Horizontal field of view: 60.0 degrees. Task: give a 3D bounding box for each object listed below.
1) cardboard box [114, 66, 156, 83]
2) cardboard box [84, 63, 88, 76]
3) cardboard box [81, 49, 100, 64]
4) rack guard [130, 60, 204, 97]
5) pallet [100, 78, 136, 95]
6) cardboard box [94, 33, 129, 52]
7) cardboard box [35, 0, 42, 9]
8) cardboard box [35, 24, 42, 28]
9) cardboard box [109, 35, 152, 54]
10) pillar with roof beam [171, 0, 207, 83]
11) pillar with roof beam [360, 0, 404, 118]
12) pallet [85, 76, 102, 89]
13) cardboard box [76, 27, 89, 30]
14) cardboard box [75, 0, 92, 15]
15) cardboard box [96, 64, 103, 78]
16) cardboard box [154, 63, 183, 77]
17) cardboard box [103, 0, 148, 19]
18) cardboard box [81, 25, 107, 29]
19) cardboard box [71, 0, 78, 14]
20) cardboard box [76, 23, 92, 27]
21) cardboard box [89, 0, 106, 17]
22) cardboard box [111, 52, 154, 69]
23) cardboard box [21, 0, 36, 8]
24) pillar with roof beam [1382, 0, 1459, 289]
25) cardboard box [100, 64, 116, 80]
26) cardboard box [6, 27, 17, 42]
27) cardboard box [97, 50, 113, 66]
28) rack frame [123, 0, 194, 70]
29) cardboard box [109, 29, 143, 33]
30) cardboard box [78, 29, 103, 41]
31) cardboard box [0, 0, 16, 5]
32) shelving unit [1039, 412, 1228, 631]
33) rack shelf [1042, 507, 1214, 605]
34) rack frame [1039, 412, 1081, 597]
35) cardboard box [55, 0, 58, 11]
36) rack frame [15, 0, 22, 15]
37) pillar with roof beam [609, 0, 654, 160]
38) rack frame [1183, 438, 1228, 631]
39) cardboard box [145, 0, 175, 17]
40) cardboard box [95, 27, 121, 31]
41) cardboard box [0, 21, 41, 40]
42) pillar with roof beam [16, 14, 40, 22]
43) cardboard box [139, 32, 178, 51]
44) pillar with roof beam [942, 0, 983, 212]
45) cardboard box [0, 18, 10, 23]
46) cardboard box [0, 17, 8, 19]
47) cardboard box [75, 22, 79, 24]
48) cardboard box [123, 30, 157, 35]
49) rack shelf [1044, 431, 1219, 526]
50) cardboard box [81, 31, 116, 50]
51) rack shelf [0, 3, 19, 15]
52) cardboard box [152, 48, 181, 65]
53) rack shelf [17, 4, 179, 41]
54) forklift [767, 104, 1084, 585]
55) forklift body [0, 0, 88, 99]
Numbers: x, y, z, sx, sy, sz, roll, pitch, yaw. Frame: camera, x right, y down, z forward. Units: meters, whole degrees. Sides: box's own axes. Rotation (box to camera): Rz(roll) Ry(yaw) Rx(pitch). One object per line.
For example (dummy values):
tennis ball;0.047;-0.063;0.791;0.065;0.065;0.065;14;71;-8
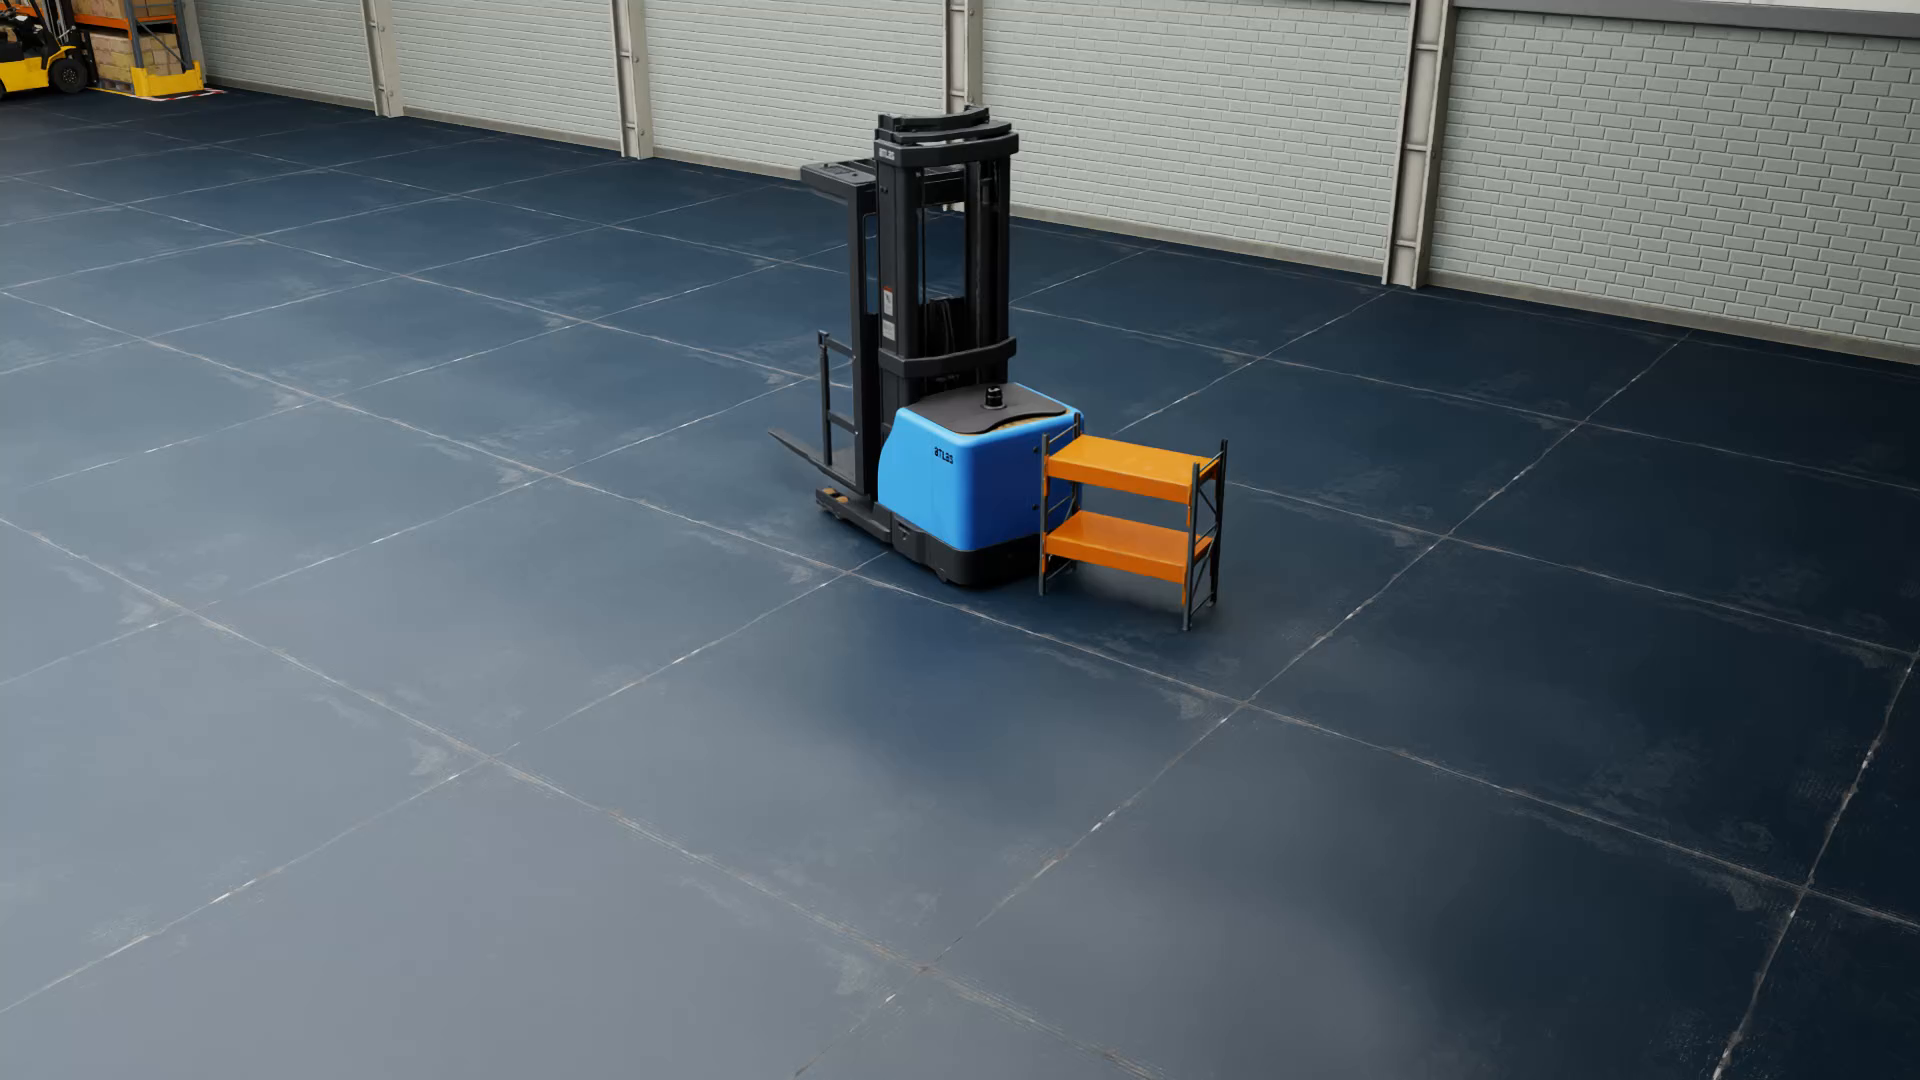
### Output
cardboard box;-14.923;-8.451;30.099;0.500;0.250;0.500;17;29;34
cardboard box;-16.139;-8.816;30.929;0.500;0.250;0.500;18;29;35
cardboard box;-15.755;-8.928;30.561;0.500;0.250;0.500;16;28;32
rack guard;-14.339;-8.356;30.094;0.348;0.500;1.175;17;29;33
pallet;-14.995;-8.401;30.554;1.213;0.211;1.003;17;29;33
cardboard box;-15.325;-9.029;30.172;0.500;0.250;0.500;17;29;34
cardboard box;-16.933;-10.206;31.070;0.500;0.500;0.500;17;29;34
cardboard box;-17.360;-9.646;31.571;0.500;0.250;0.500;16;29;33
cardboard box;-14.913;-8.908;29.896;0.500;0.250;0.500;18;29;35
pillar with roof beam;-16.956;-11.321;26.283;0.400;9.000;9.100;17;29;33
pillar with roof beam;-12.155;-9.870;22.990;0.400;9.000;9.100;17;29;33
pallet;-15.967;-8.696;31.224;1.213;0.211;1.003;17;29;33
cardboard box;-16.552;-9.402;31.019;0.500;0.250;0.500;18;29;35
cardboard box;-15.729;-9.838;30.233;0.500;0.500;0.500;16;29;32
cardboard box;-15.710;-8.698;30.660;0.500;0.250;0.500;17;29;34
cardboard box;-14.634;-8.621;30.486;0.500;0.250;0.500;17;29;34
cardboard box;-14.909;-9.585;29.661;0.500;0.500;0.500;16;28;32
cardboard box;-16.238;-9.563;31.384;0.500;0.250;0.500;17;29;34
cardboard box;-16.138;-9.956;30.501;0.500;0.500;0.500;17;29;34
cardboard box;-16.634;-9.690;31.671;0.500;0.250;0.500;16;29;33
cardboard box;-15.319;-9.714;29.952;0.500;0.500;0.500;18;29;35
cardboard box;-14.935;-8.685;30.010;0.500;0.250;0.500;16;29;33
cardboard box;-17.360;-10.327;31.344;0.500;0.500;0.500;16;28;32
pillar with roof beam;2.248;-5.517;13.111;0.400;9.000;9.100;17;29;33
cardboard box;-15.315;-8.574;30.379;0.500;0.250;0.500;17;29;33
cardboard box;-17.983;-9.701;32.471;0.625;0.625;0.875;18;30;36
cardboard box;-15.330;-8.810;30.293;0.500;0.250;0.500;16;29;33
rack frame;-14.358;-9.505;29.603;0.127;3.000;1.000;17;29;33
cardboard box;-15.425;-9.318;30.828;0.500;0.250;0.500;17;29;33
cardboard box;-16.136;-9.273;30.725;0.500;0.250;0.500;16;28;32
cardboard box;-18.119;-10.441;31.914;0.500;0.250;0.500;18;29;34
shelving unit;1.095;-0.132;10.654;1.048;1.125;0.538;13;27;27
rack shelf;1.095;0.092;10.752;1.000;0.278;0.538;13;27;27
rack frame;0.652;-0.233;10.883;0.032;1.125;0.500;13;27;27
cardboard box;-16.527;-10.084;30.793;0.500;0.500;0.500;16;29;33
rack frame;-17.559;-10.473;31.799;0.127;3.000;1.000;17;29;33
pillar with roof beam;-7.354;-8.419;19.697;0.400;9.000;9.100;17;29;33
rack frame;1.537;-0.031;10.424;0.032;1.125;0.500;13;27;27
cardboard box;-14.588;-9.760;30.058;0.500;0.500;0.500;18;29;35
cardboard box;-15.830;-9.444;31.114;0.500;0.250;0.500;16;28;32
cardboard box;-18.599;-9.891;32.902;0.625;0.625;0.875;16;29;33
pillar with roof beam;-21.757;-12.772;29.576;0.400;9.000;9.100;17;29;33
cardboard box;-14.629;-9.074;30.274;0.500;0.250;0.500;16;29;33
pillar with roof beam;-2.553;-6.968;16.404;0.400;9.000;9.100;17;29;33
cardboard box;-19.202;-10.072;33.313;0.625;0.625;0.875;15;28;31
cardboard box;-19.741;-10.235;33.683;0.625;0.625;0.875;18;29;35
cardboard box;-17.049;-9.807;31.938;0.500;0.250;0.500;17;29;34
cardboard box;-15.031;-9.194;30.545;0.500;0.250;0.500;17;29;33
rack shelf;1.095;-0.400;10.536;1.000;0.278;0.538;13;27;27
cardboard box;-15.735;-9.148;30.441;0.500;0.250;0.500;17;29;34
rack shelf;-19.159;-10.627;33.041;4.000;0.370;1.077;17;29;33
cardboard box;-14.609;-8.849;30.382;0.500;0.250;0.500;17;29;34
rack shelf;-15.958;-9.660;30.846;4.000;0.370;1.077;17;29;33
forklift;-0.403;-1.589;11.720;1.130;2.935;3.031;-15;28;-31
forklift body;-16.969;-8.987;29.479;1.214;2.155;2.313;17;29;33
